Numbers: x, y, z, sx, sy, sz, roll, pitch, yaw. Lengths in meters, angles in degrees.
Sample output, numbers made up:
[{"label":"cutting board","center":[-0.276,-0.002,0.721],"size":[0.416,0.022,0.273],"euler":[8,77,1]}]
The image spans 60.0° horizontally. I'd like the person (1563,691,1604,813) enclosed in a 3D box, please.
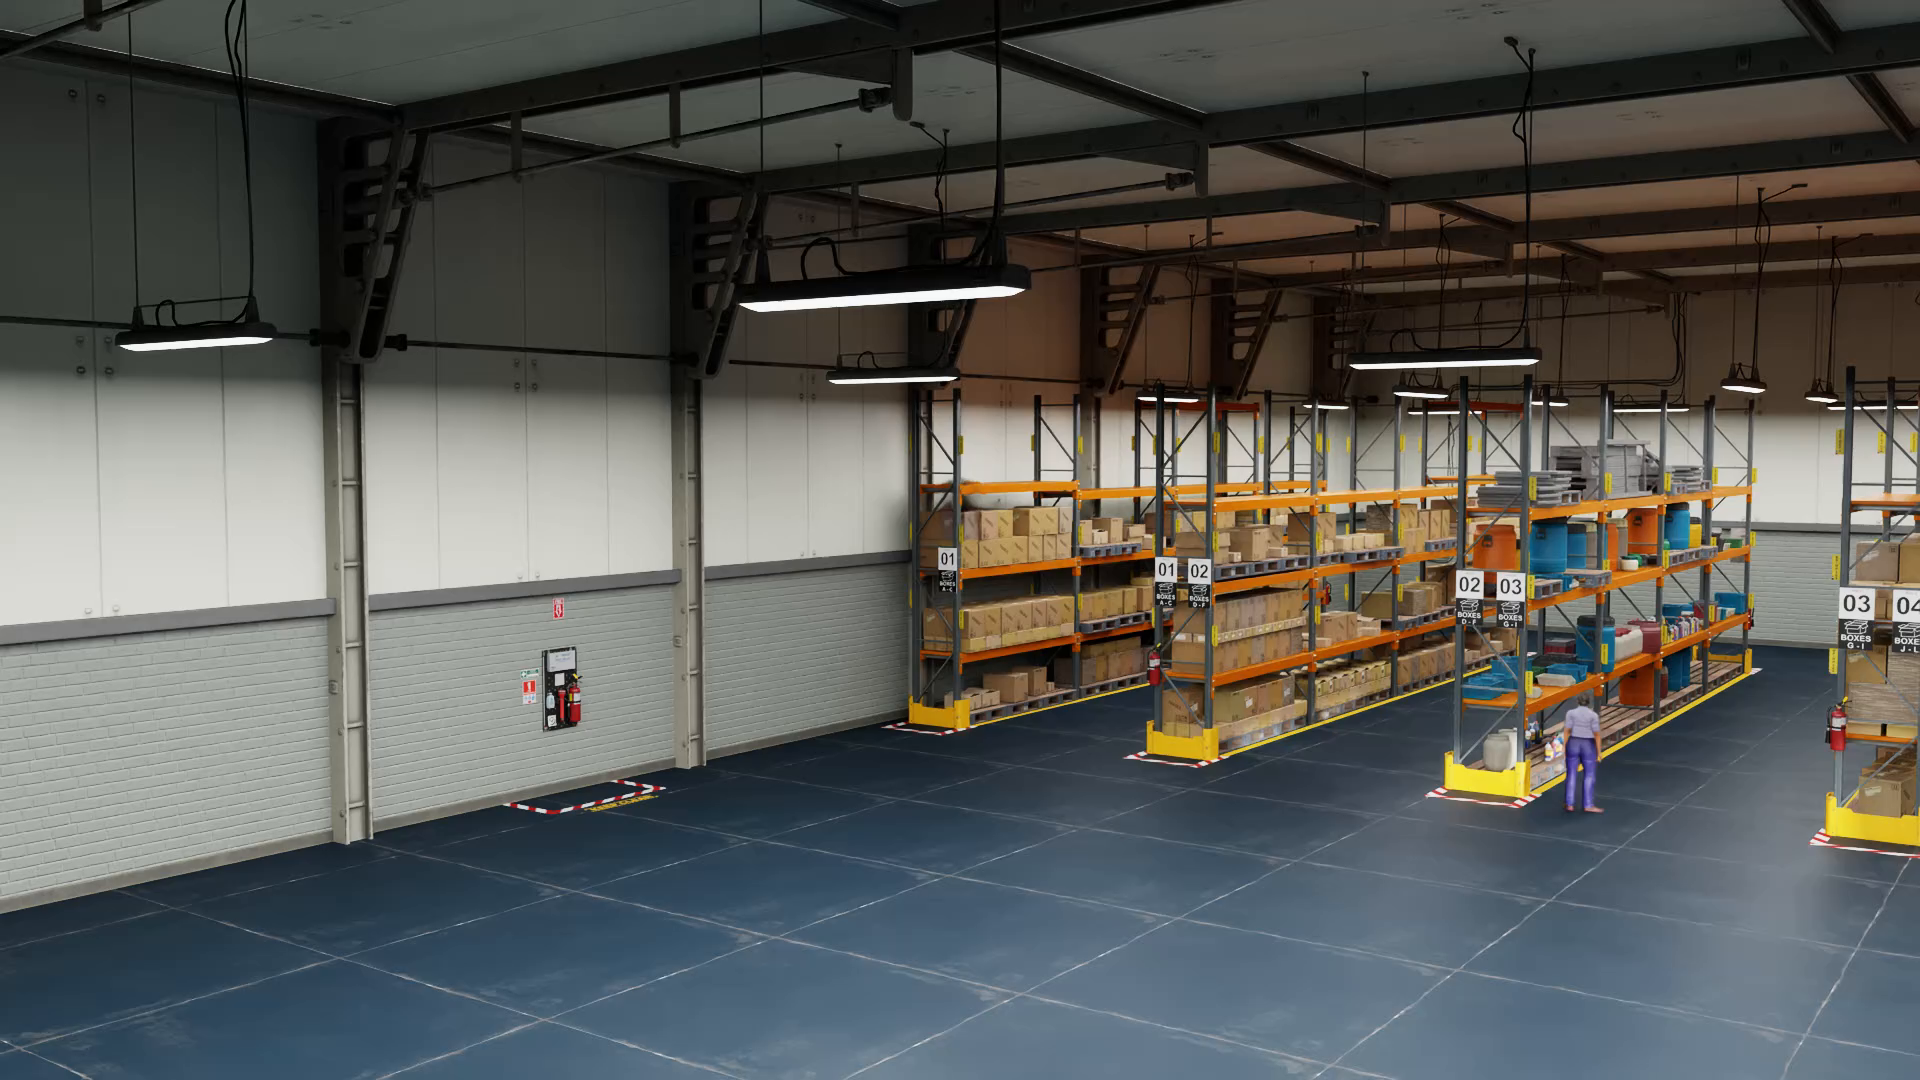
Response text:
[{"label":"person","center":[8.525,2.888,22.734],"size":[0.533,1.660,0.346],"euler":[2,4,35]}]
